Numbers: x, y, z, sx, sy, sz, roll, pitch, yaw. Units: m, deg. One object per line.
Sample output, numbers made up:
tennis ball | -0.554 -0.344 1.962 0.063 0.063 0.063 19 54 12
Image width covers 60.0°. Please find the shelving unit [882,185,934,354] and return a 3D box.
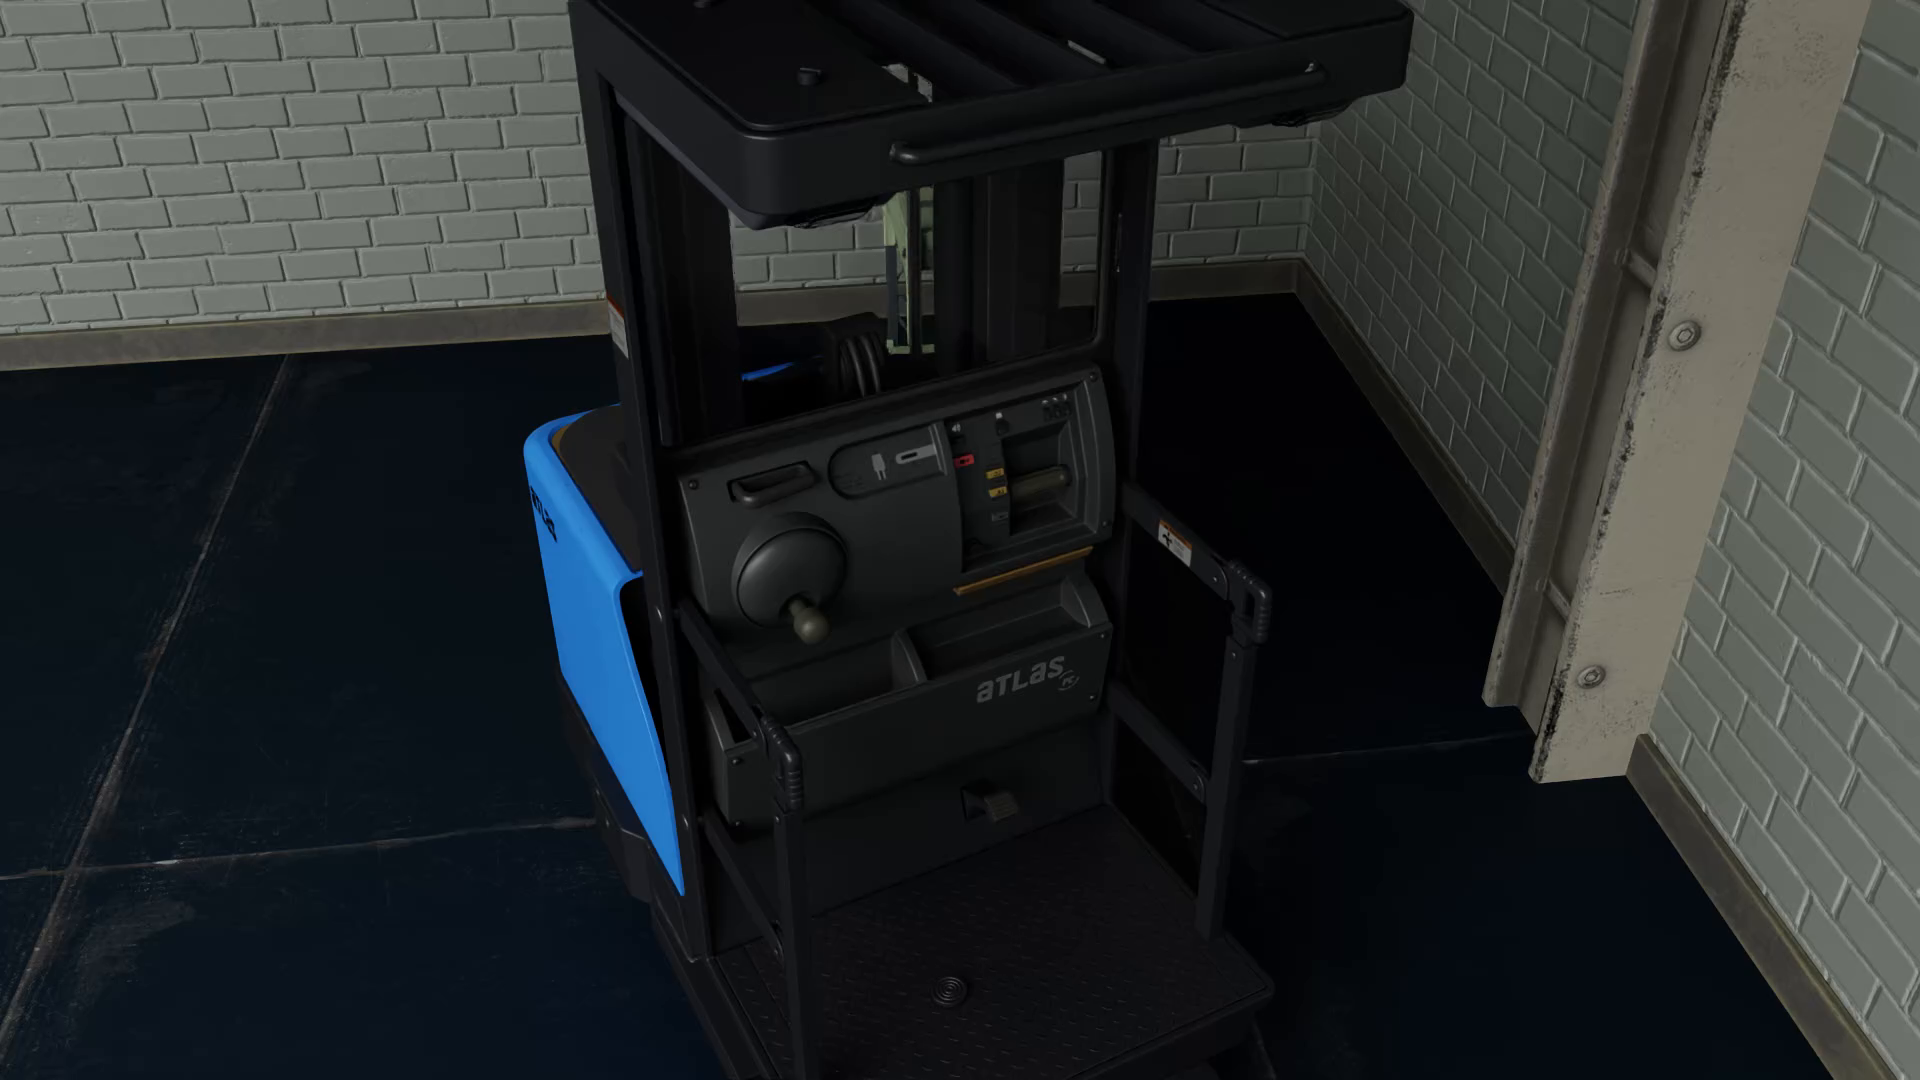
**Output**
shelving unit | -0.001 -0.623 5.333 0.431 1.500 0.755 -4 35 -6

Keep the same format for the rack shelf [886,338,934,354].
rack shelf | -0.001 -0.354 5.517 0.431 0.370 0.720 -4 35 -6

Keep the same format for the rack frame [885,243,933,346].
rack frame | -0.050 -0.828 5.633 0.400 1.500 0.023 -4 35 -6

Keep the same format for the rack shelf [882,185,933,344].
rack shelf | -0.001 -0.946 5.113 0.431 0.370 0.720 -4 35 -6

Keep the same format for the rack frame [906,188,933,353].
rack frame | 0.048 -0.419 5.033 0.400 1.500 0.023 -4 35 -6

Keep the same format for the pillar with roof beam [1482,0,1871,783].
pillar with roof beam | -2.503 -2.822 1.900 9.100 9.000 0.400 -4 35 -6

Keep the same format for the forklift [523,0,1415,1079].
forklift | 0.002 -0.018 3.173 1.130 2.935 3.031 -17 38 -23
